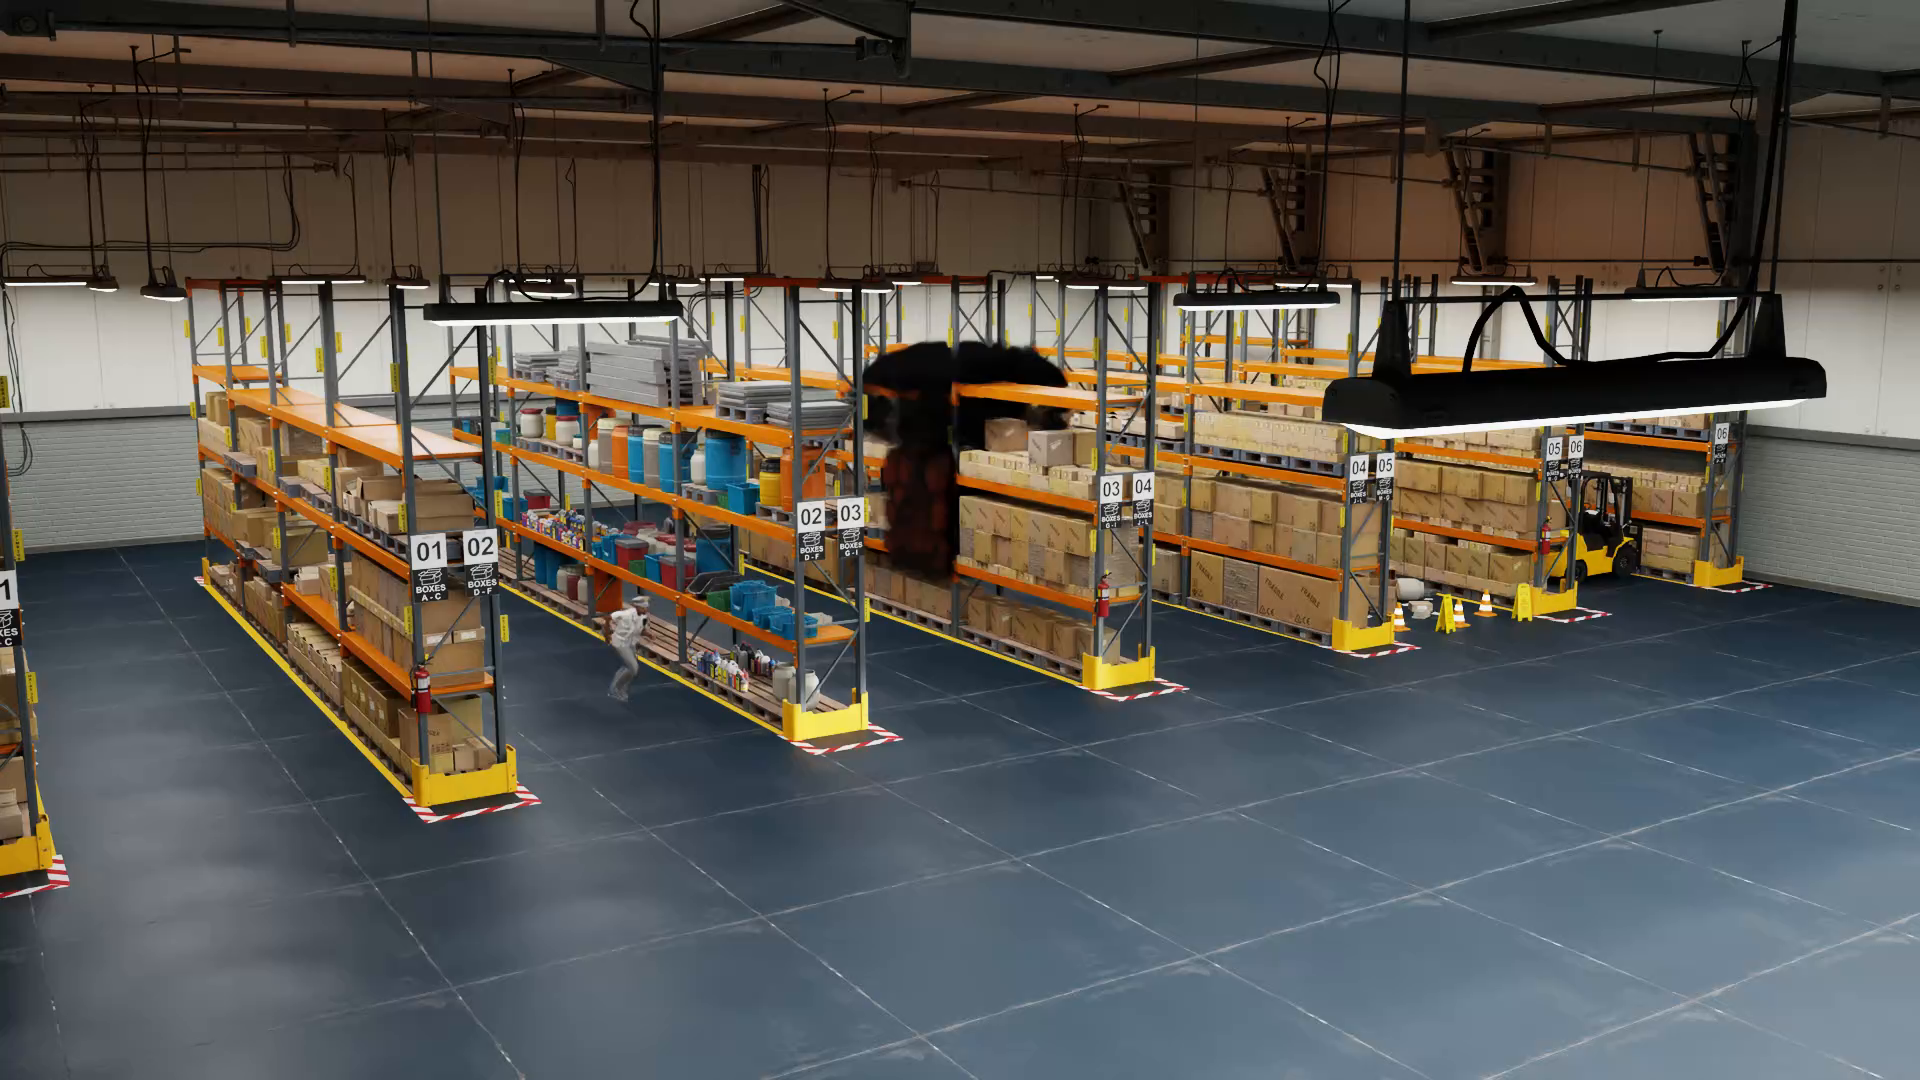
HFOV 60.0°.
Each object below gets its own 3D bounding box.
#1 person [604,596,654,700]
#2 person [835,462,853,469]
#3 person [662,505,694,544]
[{"bbox_3d":[-4.582,1.501,22.891,0.855,1.516,0.602,6,11,31],"label":"person"},{"bbox_3d":[-2.959,-1.354,41.239,0.633,1.584,0.528,2,10,11],"label":"person"},{"bbox_3d":[-5.313,0.098,31.507,0.659,1.640,0.570,-8,13,-41],"label":"person"}]
